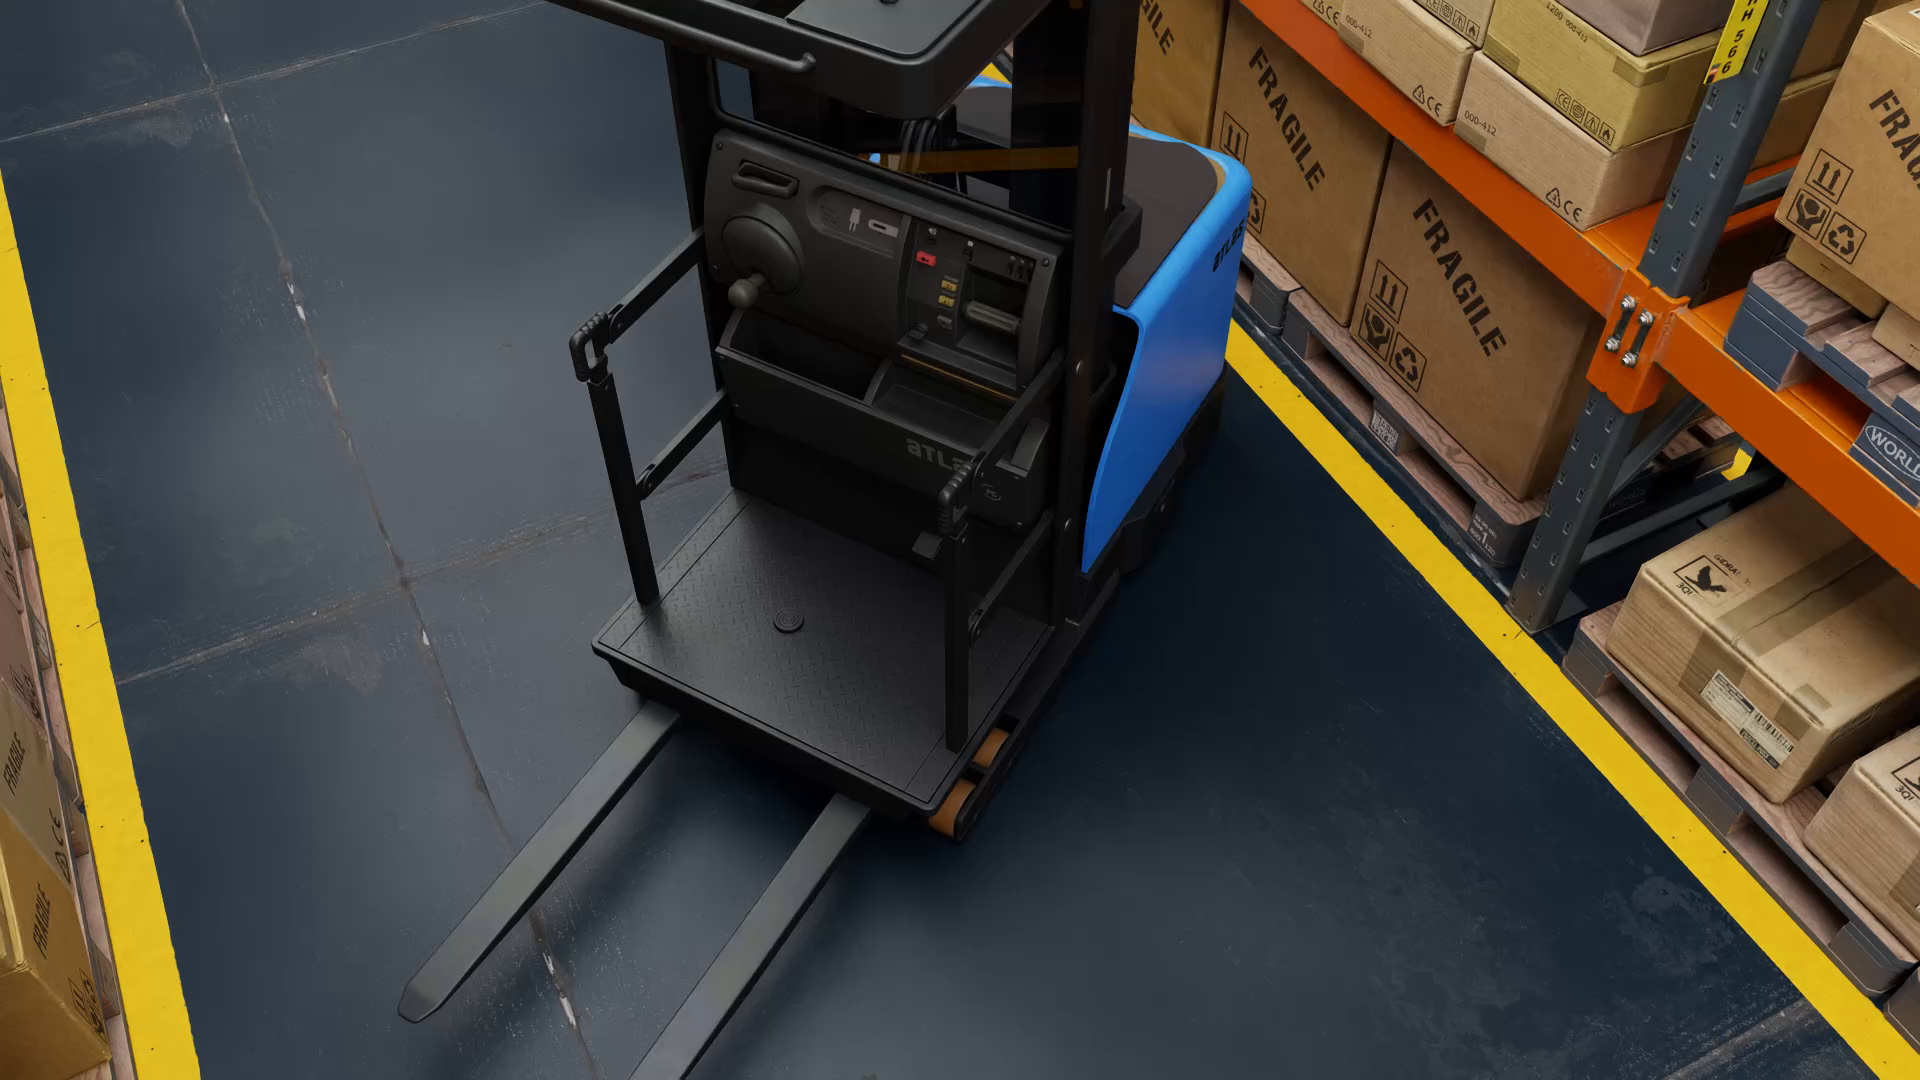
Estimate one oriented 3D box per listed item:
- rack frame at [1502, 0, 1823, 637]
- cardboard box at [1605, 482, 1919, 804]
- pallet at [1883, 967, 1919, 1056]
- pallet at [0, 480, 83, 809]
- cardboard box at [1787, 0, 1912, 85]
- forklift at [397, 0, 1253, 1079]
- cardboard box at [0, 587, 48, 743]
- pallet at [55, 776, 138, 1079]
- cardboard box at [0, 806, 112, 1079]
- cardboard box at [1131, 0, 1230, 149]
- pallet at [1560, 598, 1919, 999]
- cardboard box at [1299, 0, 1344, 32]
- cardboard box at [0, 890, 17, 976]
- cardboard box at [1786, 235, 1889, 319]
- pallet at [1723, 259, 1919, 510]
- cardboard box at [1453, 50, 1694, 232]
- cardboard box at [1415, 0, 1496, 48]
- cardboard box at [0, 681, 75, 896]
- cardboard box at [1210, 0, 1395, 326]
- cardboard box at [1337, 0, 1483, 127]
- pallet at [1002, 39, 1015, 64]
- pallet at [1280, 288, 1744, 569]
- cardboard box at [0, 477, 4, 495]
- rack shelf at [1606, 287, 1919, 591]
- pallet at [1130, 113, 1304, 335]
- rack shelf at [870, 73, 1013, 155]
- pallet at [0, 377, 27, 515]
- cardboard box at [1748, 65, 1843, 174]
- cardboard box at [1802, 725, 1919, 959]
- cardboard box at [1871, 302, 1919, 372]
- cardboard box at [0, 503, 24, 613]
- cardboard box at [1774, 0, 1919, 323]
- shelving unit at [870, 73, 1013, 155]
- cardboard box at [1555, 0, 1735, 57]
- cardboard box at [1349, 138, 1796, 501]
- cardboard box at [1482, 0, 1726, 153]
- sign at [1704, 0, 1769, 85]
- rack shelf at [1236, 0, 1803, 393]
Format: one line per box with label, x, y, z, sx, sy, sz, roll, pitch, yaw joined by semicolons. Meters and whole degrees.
rack frame;2.126;-0.909;4.052;1.000;3.000;0.127;-21;52;-18
cardboard box;2.376;0.199;4.550;0.950;0.372;0.625;-24;53;-20
pallet;3.037;1.348;3.931;1.003;0.211;1.213;-21;52;-18
pallet;-3.140;0.443;4.723;1.003;0.211;1.213;-21;52;-18
cardboard box;2.114;-1.449;4.292;0.500;0.250;0.500;-22;52;-18
forklift;-0.308;-0.557;3.790;1.130;2.935;3.031;23;53;19
cardboard box;-2.798;0.310;4.368;0.500;0.500;0.500;-22;53;-18
pallet;-2.585;1.258;4.009;1.003;0.211;1.213;-21;52;-18
cardboard box;-2.326;0.987;3.776;0.500;0.500;0.500;-23;53;-19
cardboard box;1.071;-2.036;6.170;0.875;0.875;0.875;-20;52;-16
pallet;2.482;0.532;4.644;1.003;0.211;1.213;-21;52;-18
cardboard box;1.200;-1.788;4.921;0.500;0.250;0.500;-22;52;-18
cardboard box;-2.329;0.756;3.479;0.500;0.250;0.500;-23;53;-19
cardboard box;2.110;-0.683;3.743;0.380;0.149;0.250;-24;53;-20
pallet;2.547;-0.406;3.739;1.213;0.211;1.003;-21;52;-18
cardboard box;1.664;-1.109;4.327;0.500;0.250;0.500;-23;53;-19
cardboard box;1.441;-1.603;4.427;0.500;0.250;0.500;-22;53;-18
cardboard box;-2.559;0.652;4.069;0.500;0.500;0.500;-21;52;-17
cardboard box;1.480;-1.437;5.647;0.875;0.875;0.875;-21;52;-17
cardboard box;1.416;-1.445;4.621;0.500;0.250;0.500;-20;52;-17
pallet;0.716;-2.178;7.014;1.003;0.211;1.213;-21;52;-18
pallet;1.832;-0.545;5.586;1.003;0.211;1.213;-21;52;-18
cardboard box;-3.262;-0.377;4.969;0.500;0.500;0.500;-22;52;-18
rack shelf;3.041;0.666;3.152;1.077;0.370;4.000;-21;52;-18
pallet;1.278;-1.360;6.299;1.003;0.211;1.213;-21;52;-18
rack shelf;-0.057;-1.419;5.734;1.000;0.185;0.538;23;53;19
pallet;-3.702;-0.375;5.438;1.003;0.211;1.213;-21;52;-18
cardboard box;2.126;-1.274;4.471;0.500;0.250;0.500;-22;52;-18
cardboard box;2.721;0.690;4.120;0.950;0.372;0.625;-22;52;-18
cardboard box;2.209;-0.482;3.567;0.380;0.149;0.250;-24;53;-20
cardboard box;-3.031;-0.032;4.667;0.500;0.500;0.500;-22;52;-18
cardboard box;2.126;-0.797;3.412;0.500;0.500;0.500;-23;53;-19
shelving unit;-0.057;-1.538;5.598;1.048;1.500;0.538;23;53;19
cardboard box;1.657;-1.527;3.862;0.500;0.500;0.500;-22;53;-18
cardboard box;1.884;-0.839;5.123;0.875;0.875;0.875;-22;52;-18
cardboard box;1.679;-1.261;4.128;0.500;0.250;0.500;-21;52;-18
sign;1.634;-1.097;3.447;0.100;0.325;0.005;-21;52;-18
rack shelf;1.211;-2.011;5.494;1.077;0.370;4.000;-21;52;-18
